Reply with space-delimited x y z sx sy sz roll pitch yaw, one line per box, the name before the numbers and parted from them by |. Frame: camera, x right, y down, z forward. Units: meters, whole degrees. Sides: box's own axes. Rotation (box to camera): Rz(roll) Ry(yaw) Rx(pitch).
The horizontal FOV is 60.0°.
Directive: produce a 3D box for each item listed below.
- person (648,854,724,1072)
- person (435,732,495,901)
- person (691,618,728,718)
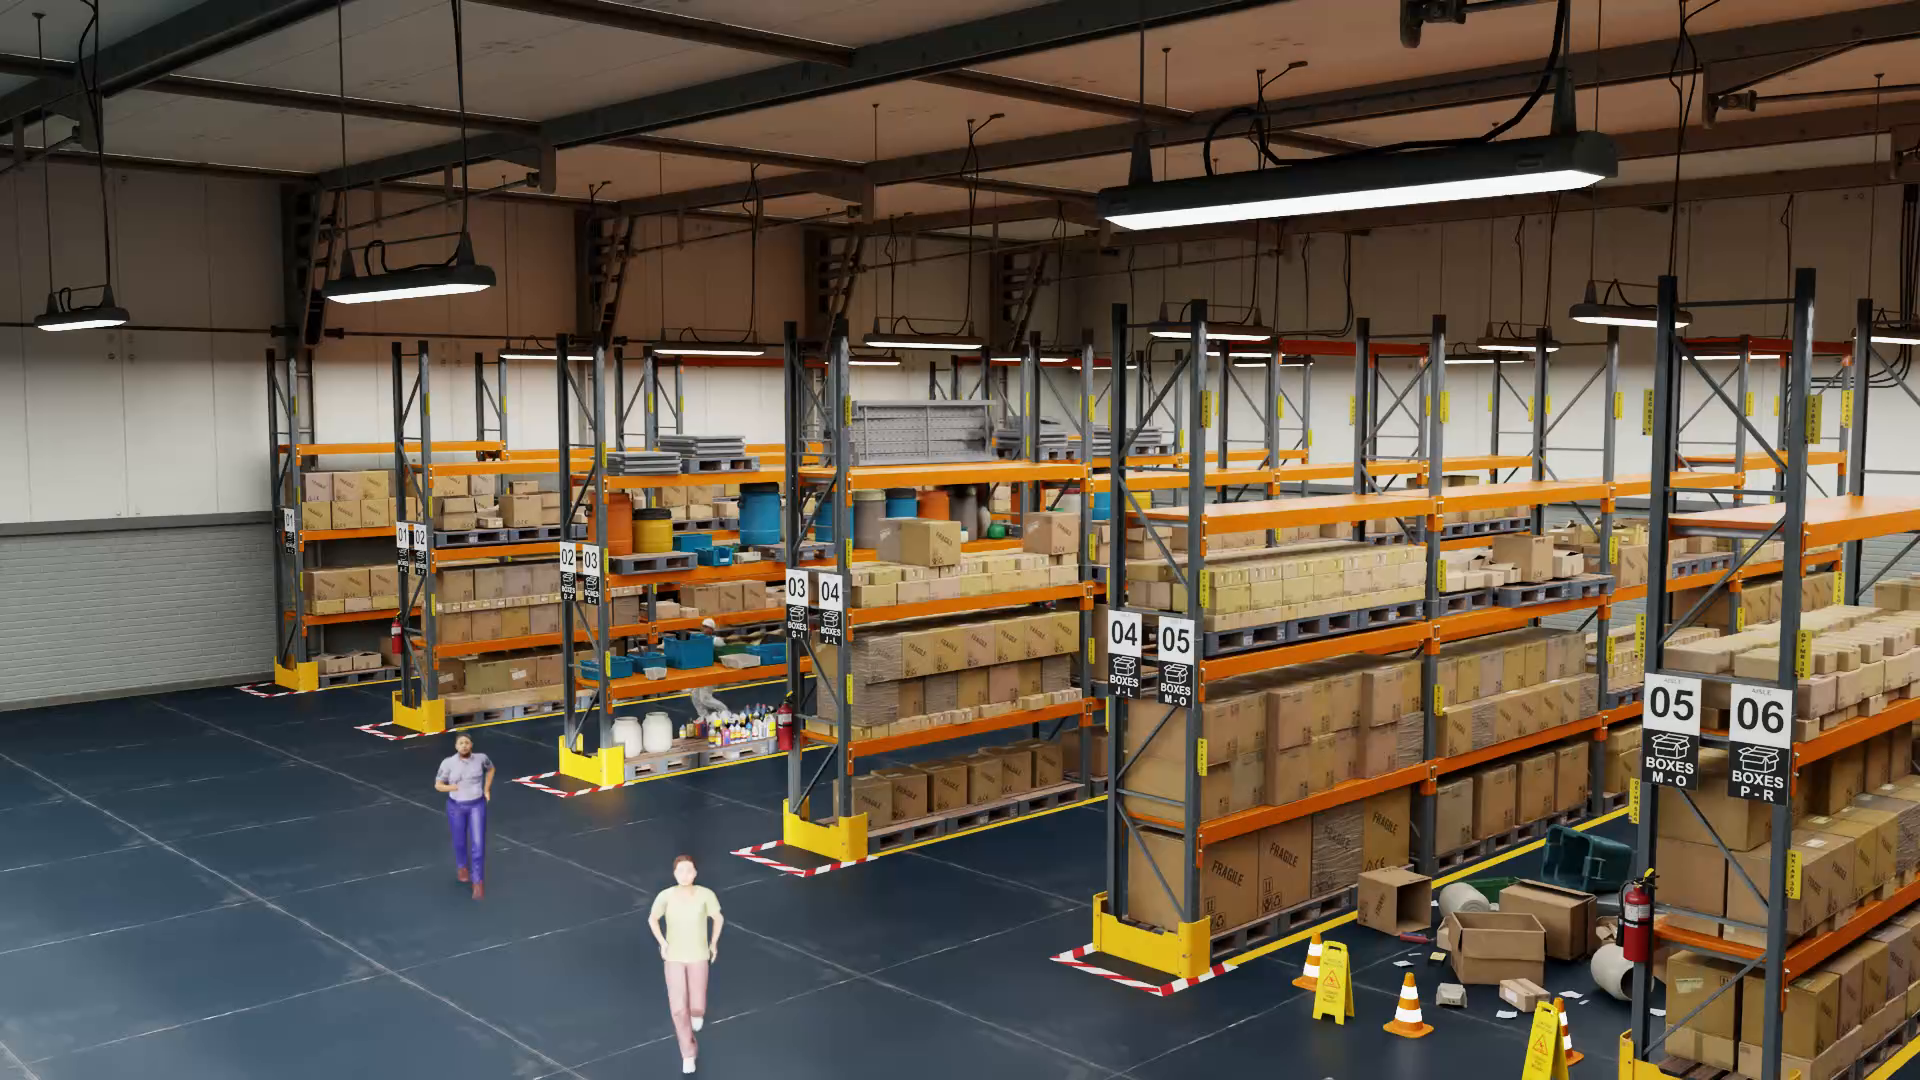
person | -2.132 3.243 12.947 0.581 1.637 0.648 -1 5 -7
person | -5.157 2.842 17.351 0.598 1.675 0.838 -1 5 -16
person | -3.895 2.069 25.608 0.679 1.732 0.622 4 6 40
